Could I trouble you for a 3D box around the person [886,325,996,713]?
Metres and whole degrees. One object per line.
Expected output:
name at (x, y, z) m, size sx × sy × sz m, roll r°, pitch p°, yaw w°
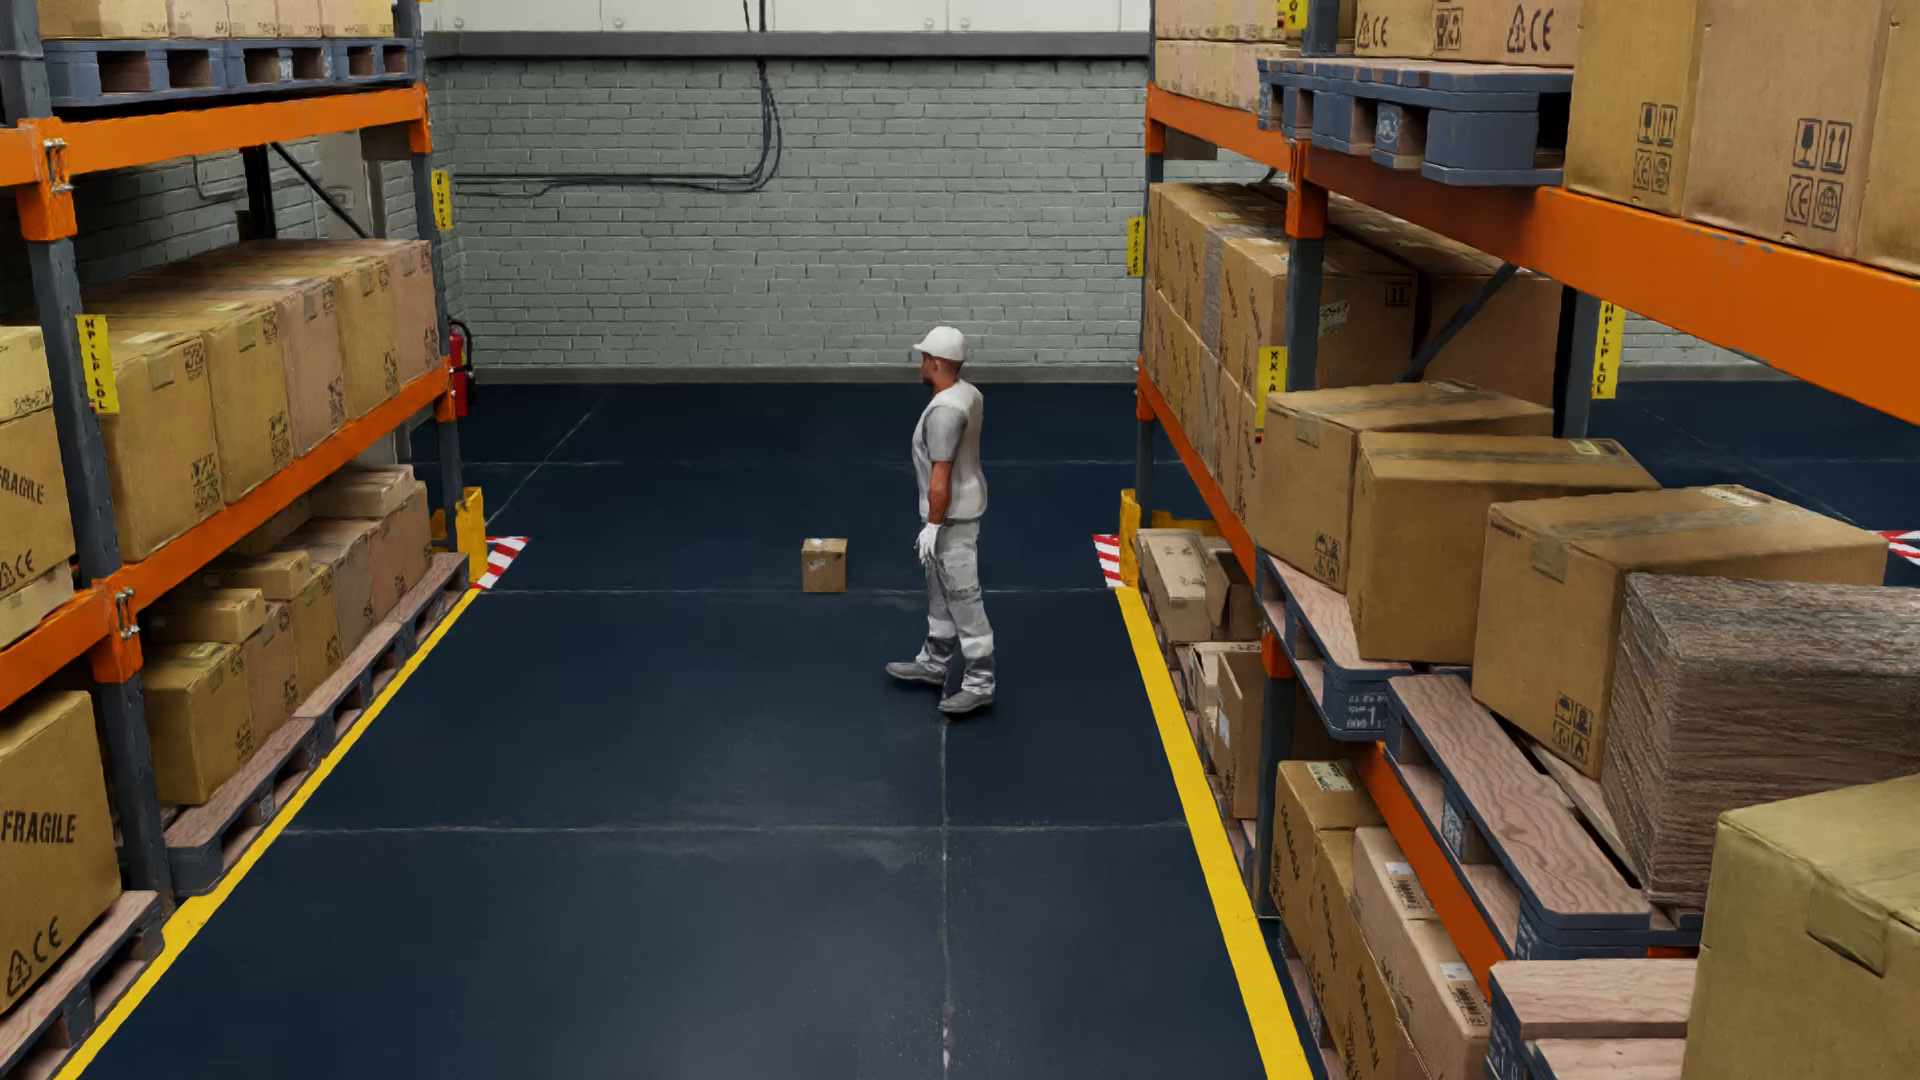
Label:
person at (-0.097, -0.123, 7.818) m, size 0.577 × 1.787 × 0.689 m, roll 2°, pitch 17°, yaw 7°
